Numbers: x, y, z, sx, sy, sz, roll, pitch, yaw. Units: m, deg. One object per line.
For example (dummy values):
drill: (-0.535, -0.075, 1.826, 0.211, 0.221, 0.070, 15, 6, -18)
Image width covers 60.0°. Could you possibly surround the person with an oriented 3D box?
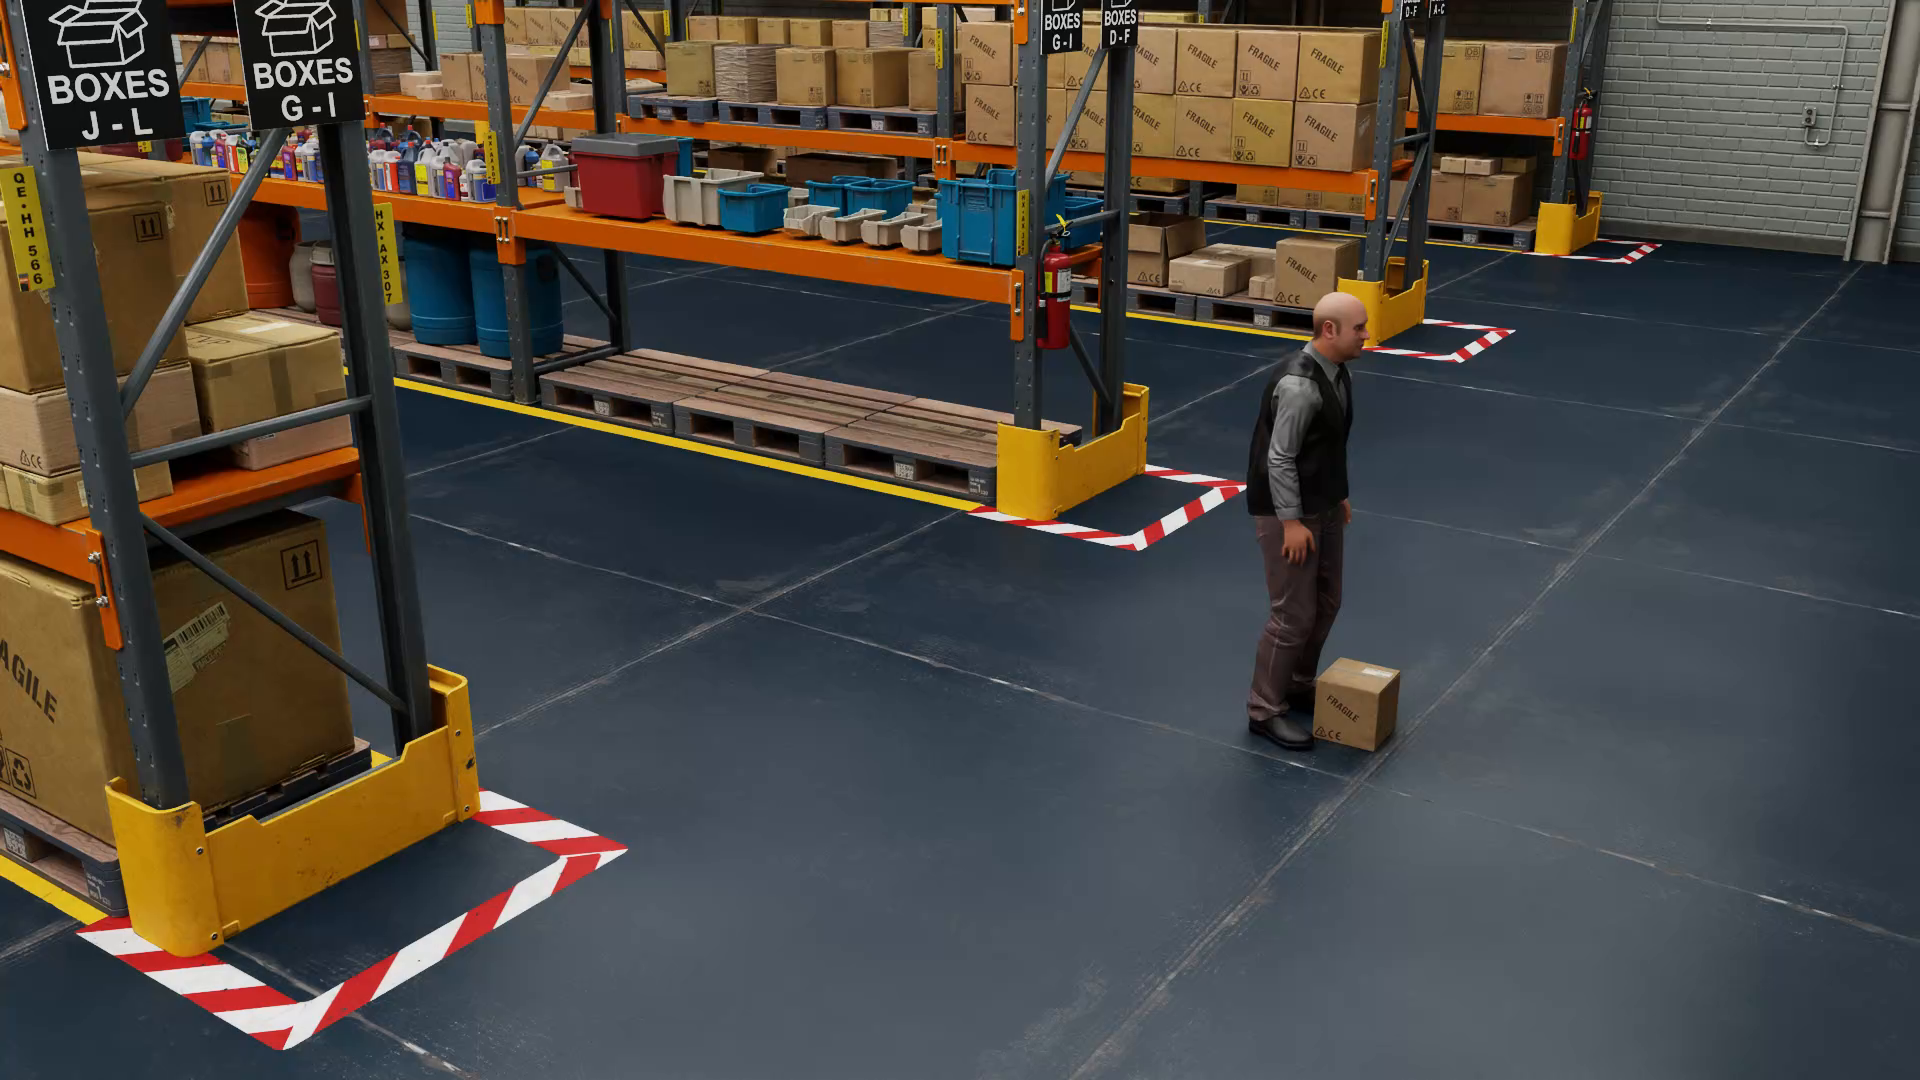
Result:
person: (1.319, -0.105, 6.400, 0.414, 1.722, 0.590, 12, 23, 30)
